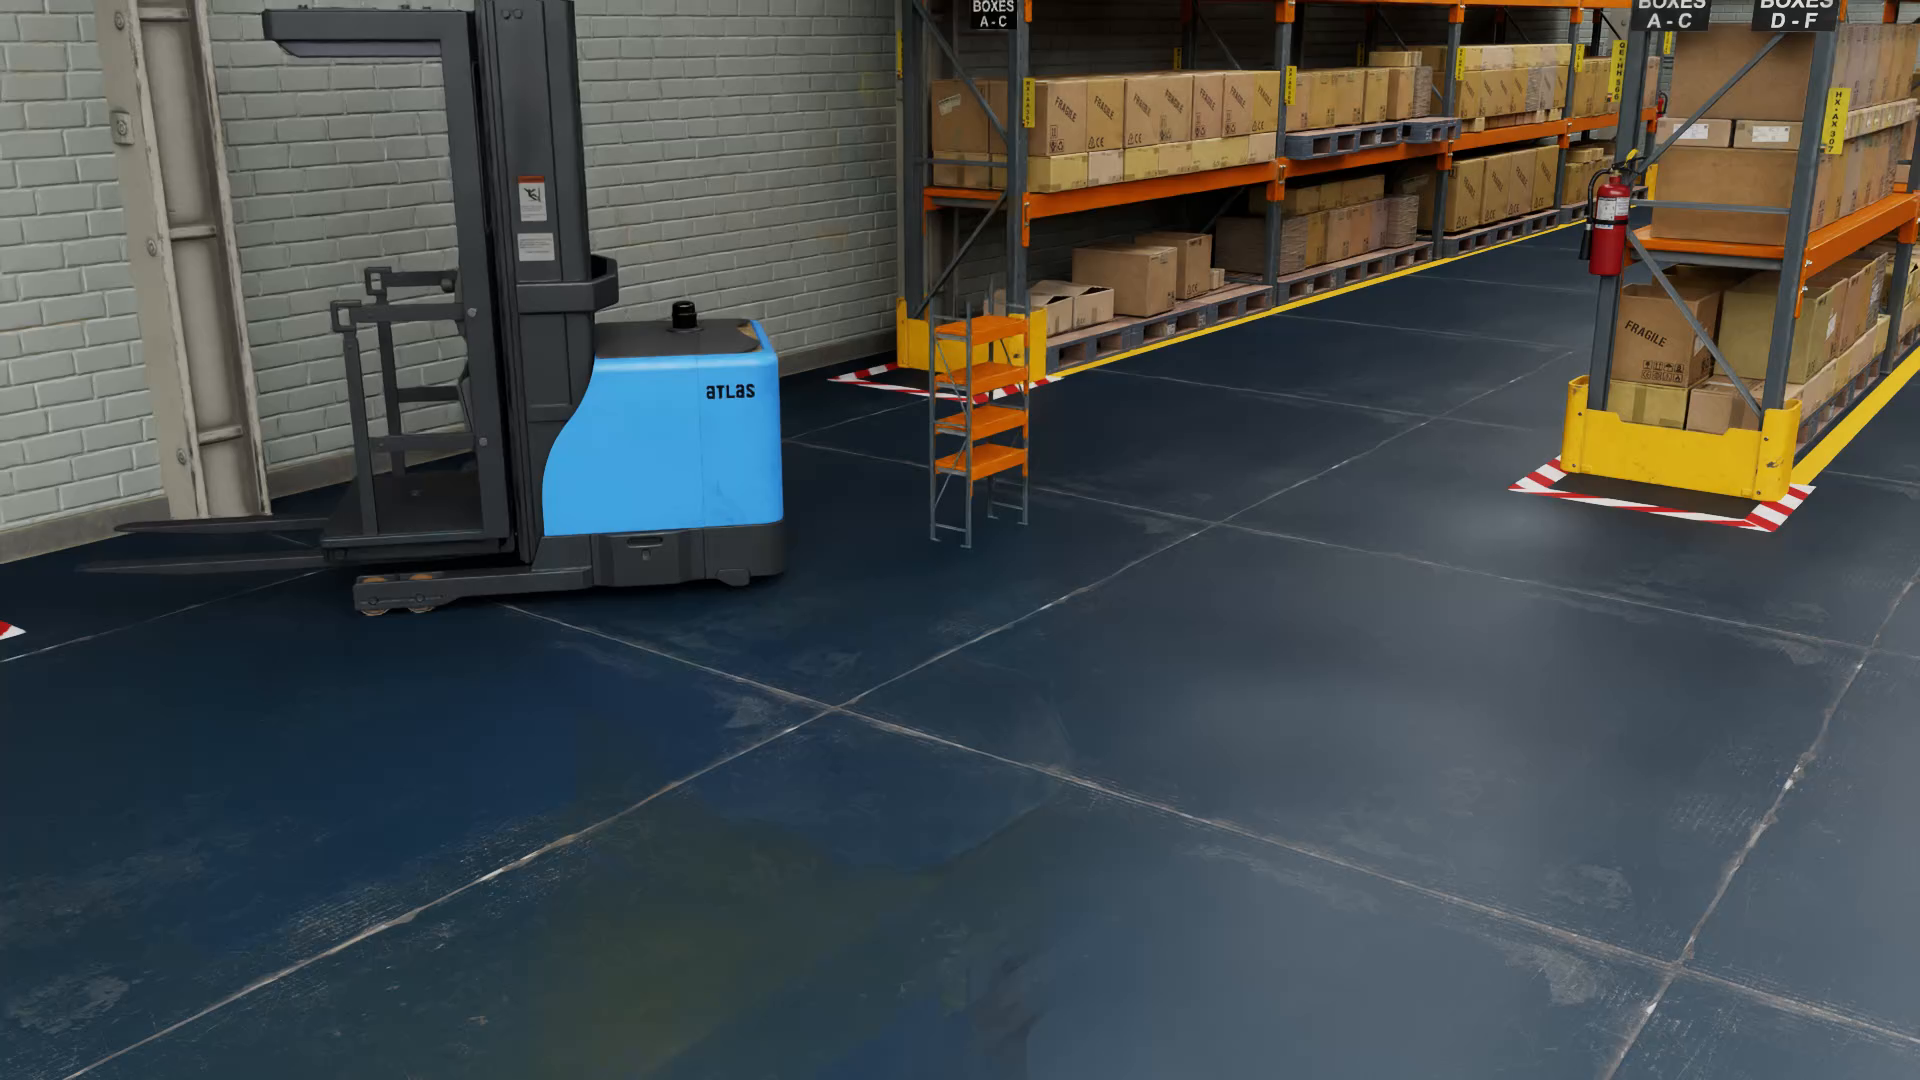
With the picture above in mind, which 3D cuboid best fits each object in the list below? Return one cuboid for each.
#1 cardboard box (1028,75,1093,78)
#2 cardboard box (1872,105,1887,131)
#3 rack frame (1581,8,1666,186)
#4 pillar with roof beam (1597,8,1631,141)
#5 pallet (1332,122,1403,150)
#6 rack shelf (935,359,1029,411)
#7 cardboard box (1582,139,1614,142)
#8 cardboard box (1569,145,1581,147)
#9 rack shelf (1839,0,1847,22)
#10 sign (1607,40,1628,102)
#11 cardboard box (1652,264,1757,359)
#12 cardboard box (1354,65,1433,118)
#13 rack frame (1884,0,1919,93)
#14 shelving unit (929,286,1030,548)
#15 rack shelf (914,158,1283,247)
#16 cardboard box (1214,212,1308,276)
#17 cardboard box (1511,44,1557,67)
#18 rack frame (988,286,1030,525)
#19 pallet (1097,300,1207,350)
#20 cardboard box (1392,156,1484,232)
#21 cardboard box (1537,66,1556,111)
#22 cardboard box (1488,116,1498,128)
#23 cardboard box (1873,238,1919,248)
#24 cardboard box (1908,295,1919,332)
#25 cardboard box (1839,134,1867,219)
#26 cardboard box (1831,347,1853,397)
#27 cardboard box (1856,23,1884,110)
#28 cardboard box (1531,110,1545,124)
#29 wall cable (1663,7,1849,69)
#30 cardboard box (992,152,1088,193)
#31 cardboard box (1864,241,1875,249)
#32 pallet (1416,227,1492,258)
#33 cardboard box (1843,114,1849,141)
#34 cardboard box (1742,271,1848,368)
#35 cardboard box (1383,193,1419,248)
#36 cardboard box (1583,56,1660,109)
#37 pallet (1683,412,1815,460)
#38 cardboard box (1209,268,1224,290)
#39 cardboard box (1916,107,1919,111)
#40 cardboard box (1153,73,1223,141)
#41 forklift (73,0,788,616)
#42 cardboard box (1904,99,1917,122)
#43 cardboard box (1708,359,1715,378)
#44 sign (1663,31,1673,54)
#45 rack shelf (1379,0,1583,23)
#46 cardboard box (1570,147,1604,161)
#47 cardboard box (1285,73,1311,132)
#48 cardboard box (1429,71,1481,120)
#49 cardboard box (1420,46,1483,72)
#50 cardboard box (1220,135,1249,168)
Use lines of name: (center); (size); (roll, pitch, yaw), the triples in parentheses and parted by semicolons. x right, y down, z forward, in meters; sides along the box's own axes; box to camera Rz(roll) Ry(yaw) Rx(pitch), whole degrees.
cardboard box: (0.751, -3.342, 12.901); (0.500, 0.500, 0.500); (12, 21, 33)
cardboard box: (5.645, -2.685, 10.569); (0.380, 0.149, 0.250); (13, 22, 36)
rack frame: (9.562, -6.465, 24.003); (1.000, 3.000, 0.127); (12, 21, 35)
pillar with roof beam: (13.933, -9.365, 23.227); (9.100, 9.000, 0.400); (12, 21, 35)
pallet: (3.649, -3.989, 16.354); (1.003, 0.211, 1.213); (12, 21, 35)
rack shelf: (0.099, -0.762, 8.146); (0.258, 0.148, 0.480); (12, 21, 35)
cardboard box: (9.139, -5.662, 23.831); (0.380, 0.149, 0.250); (13, 21, 35)
cardboard box: (8.234, -5.299, 22.664); (0.380, 0.149, 0.250); (12, 21, 34)
rack shelf: (5.201, -3.345, 10.111); (1.077, 0.370, 4.000); (12, 21, 35)
sign: (3.582, -2.545, 9.028); (0.100, 0.325, 0.005); (12, 21, 35)
cardboard box: (4.674, -1.446, 10.506); (0.500, 0.500, 0.500); (12, 21, 35)
cardboard box: (4.523, -4.703, 17.421); (0.700, 0.500, 0.500); (10, 20, 28)
rack frame: (8.776, -3.685, 15.051); (1.000, 3.000, 0.127); (12, 21, 35)
shelving unit: (0.099, -0.612, 8.193); (0.258, 1.200, 0.503); (12, 21, 35)
rack shelf: (1.220, -2.787, 13.372); (1.077, 0.370, 4.000); (12, 21, 35)
cardboard box: (2.837, -2.801, 15.679); (0.700, 0.500, 0.500); (13, 22, 37)
cardboard box: (6.793, -5.793, 19.871); (0.500, 0.250, 0.500); (13, 21, 36)
rack frame: (0.244, -0.671, 8.380); (0.240, 1.200, 0.015); (12, 21, 35)
pallet: (1.314, -1.817, 13.738); (1.003, 0.211, 1.213); (12, 21, 35)
cardboard box: (5.339, -3.885, 18.613); (0.750, 0.750, 0.750); (12, 21, 34)
cardboard box: (6.810, -5.433, 19.979); (0.500, 0.500, 0.500); (13, 21, 35)
cardboard box: (5.922, -4.798, 19.025); (0.380, 0.149, 0.250); (13, 21, 36)
cardboard box: (7.754, -2.308, 13.601); (0.500, 0.311, 0.500); (13, 22, 36)
cardboard box: (7.137, -1.793, 12.889); (0.500, 0.250, 0.500); (13, 22, 36)
cardboard box: (5.218, -2.305, 10.440); (0.700, 0.500, 0.500); (13, 22, 36)
cardboard box: (5.402, -1.112, 10.695); (0.500, 0.250, 0.500); (12, 21, 35)
cardboard box: (5.236, -2.934, 10.277); (0.700, 0.500, 0.500); (12, 21, 35)
cardboard box: (6.772, -5.080, 19.933); (0.380, 0.149, 0.250); (12, 21, 35)
wall cable: (13.219, -9.131, 27.708); (3.097, 2.526, 0.112); (12, 21, 35)
cardboard box: (0.574, -2.652, 11.944); (0.500, 0.250, 0.500); (12, 21, 33)
cardboard box: (7.310, -2.397, 13.887); (0.500, 0.311, 0.500); (12, 21, 34)
pallet: (5.325, -3.402, 18.843); (1.003, 0.211, 1.213); (12, 21, 35)
cardboard box: (4.873, -2.374, 9.570); (0.380, 0.149, 0.250); (12, 21, 34)
cardboard box: (5.091, -1.354, 10.210); (0.500, 0.500, 0.500); (12, 21, 35)
cardboard box: (4.408, -3.395, 17.591); (0.700, 0.500, 0.500); (13, 21, 35)
cardboard box: (9.266, -6.485, 23.562); (0.980, 0.700, 0.700); (14, 22, 37)
pallet: (4.431, -0.637, 9.939); (1.003, 0.211, 1.213); (12, 21, 35)
cardboard box: (2.117, -2.331, 14.727); (0.380, 0.166, 0.250); (9, 20, 28)
cardboard box: (7.475, -3.205, 13.336); (0.500, 0.500, 0.500); (12, 21, 35)
cardboard box: (1.777, -3.497, 13.403); (0.500, 0.500, 0.500); (12, 21, 33)
forklift: (-2.355, -1.242, 7.301); (3.031, 2.935, 1.130); (-3, 18, -11)
cardboard box: (6.402, -2.987, 11.542); (0.380, 0.149, 0.250); (12, 21, 35)
cardboard box: (4.380, -0.968, 10.231); (0.500, 0.250, 0.500); (12, 21, 35)
sign: (9.989, -7.031, 23.477); (0.100, 0.325, 0.005); (12, 21, 35)
rack shelf: (5.987, -6.124, 19.063); (1.077, 0.370, 4.000); (12, 21, 35)
cardboard box: (8.368, -5.162, 22.222); (0.380, 0.149, 0.250); (12, 21, 33)
cardboard box: (2.742, -3.979, 15.090); (0.700, 0.500, 0.500); (12, 21, 35)
cardboard box: (5.290, -4.829, 18.032); (0.500, 0.500, 0.500); (13, 22, 36)
cardboard box: (5.290, -5.186, 17.918); (0.500, 0.250, 0.500); (13, 22, 36)
cardboard box: (2.070, -3.261, 13.905); (0.500, 0.250, 0.500); (13, 21, 35)
